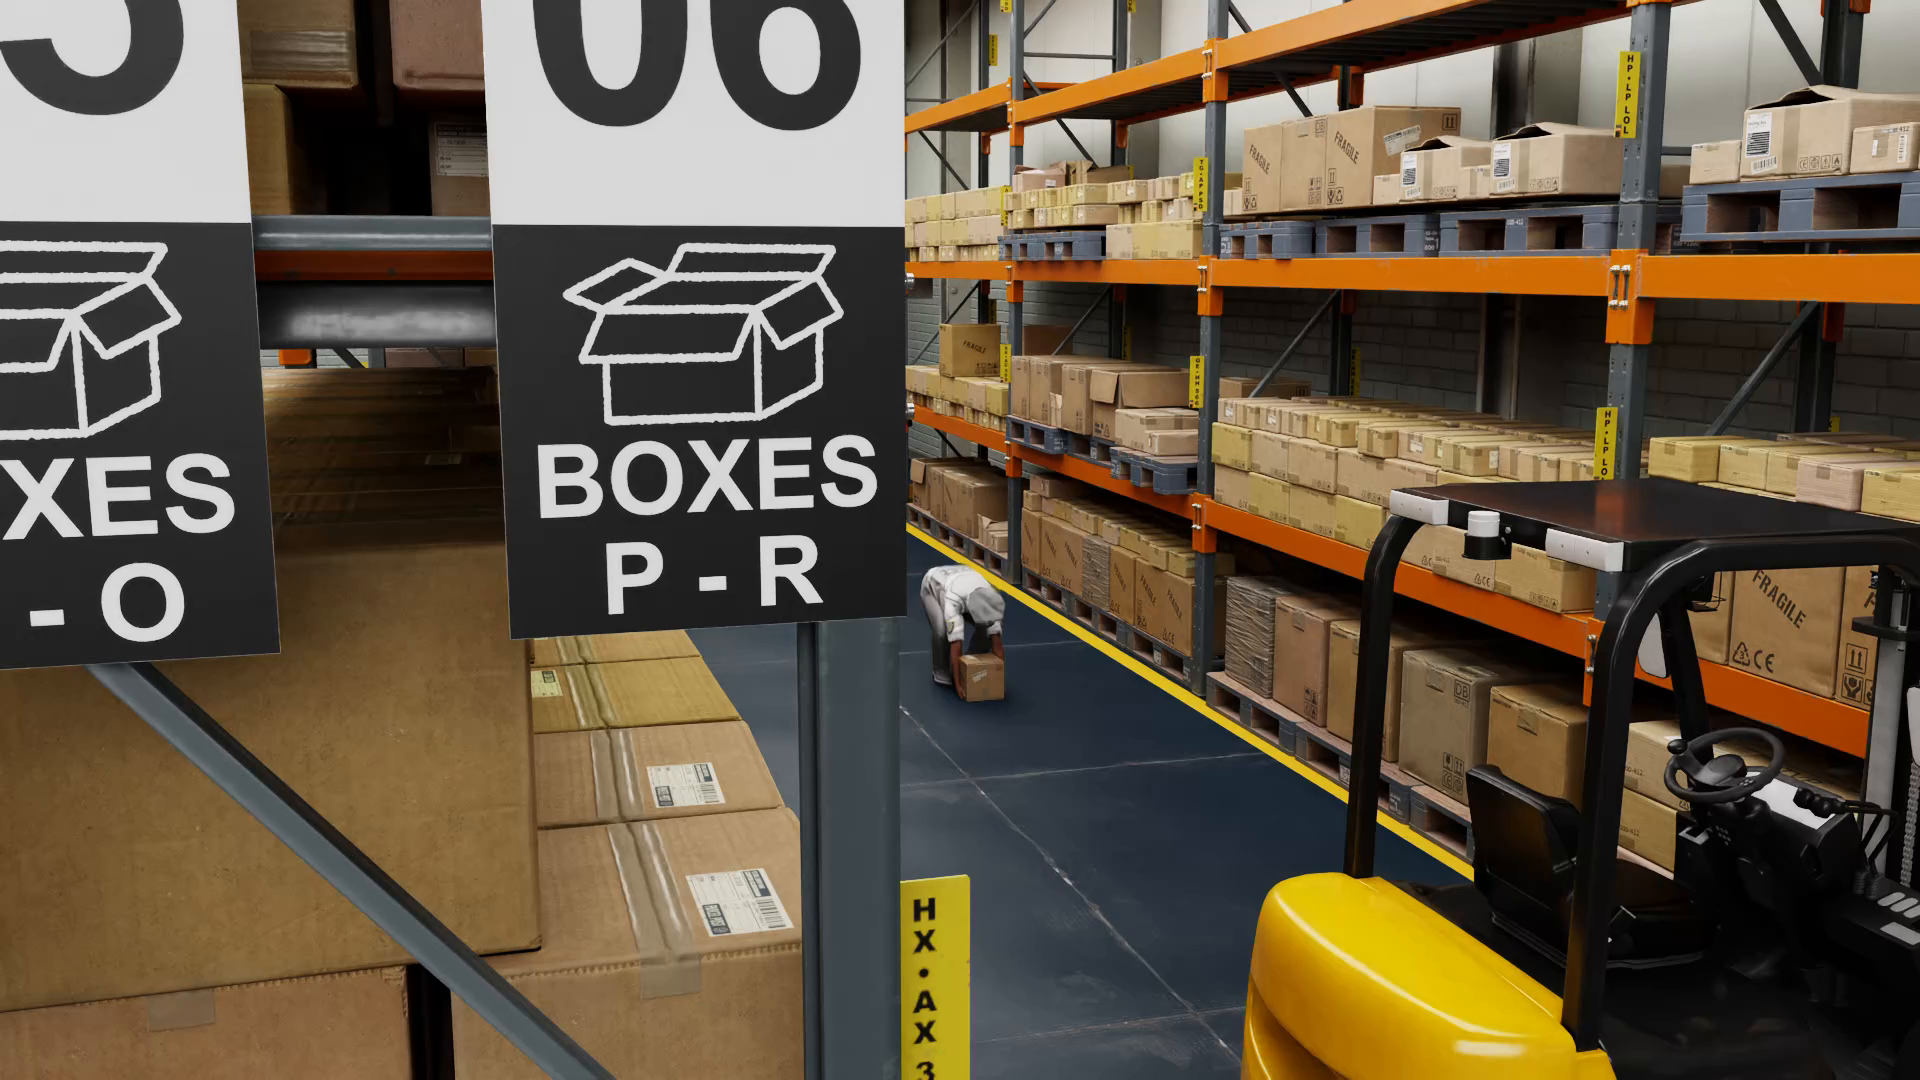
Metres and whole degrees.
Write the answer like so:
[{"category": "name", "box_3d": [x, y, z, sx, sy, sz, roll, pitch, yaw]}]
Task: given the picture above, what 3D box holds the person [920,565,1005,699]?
[{"category": "person", "box_3d": [0.028, 0.595, 11.070, 0.445, 0.802, 0.924, -3, 10, -18]}]
